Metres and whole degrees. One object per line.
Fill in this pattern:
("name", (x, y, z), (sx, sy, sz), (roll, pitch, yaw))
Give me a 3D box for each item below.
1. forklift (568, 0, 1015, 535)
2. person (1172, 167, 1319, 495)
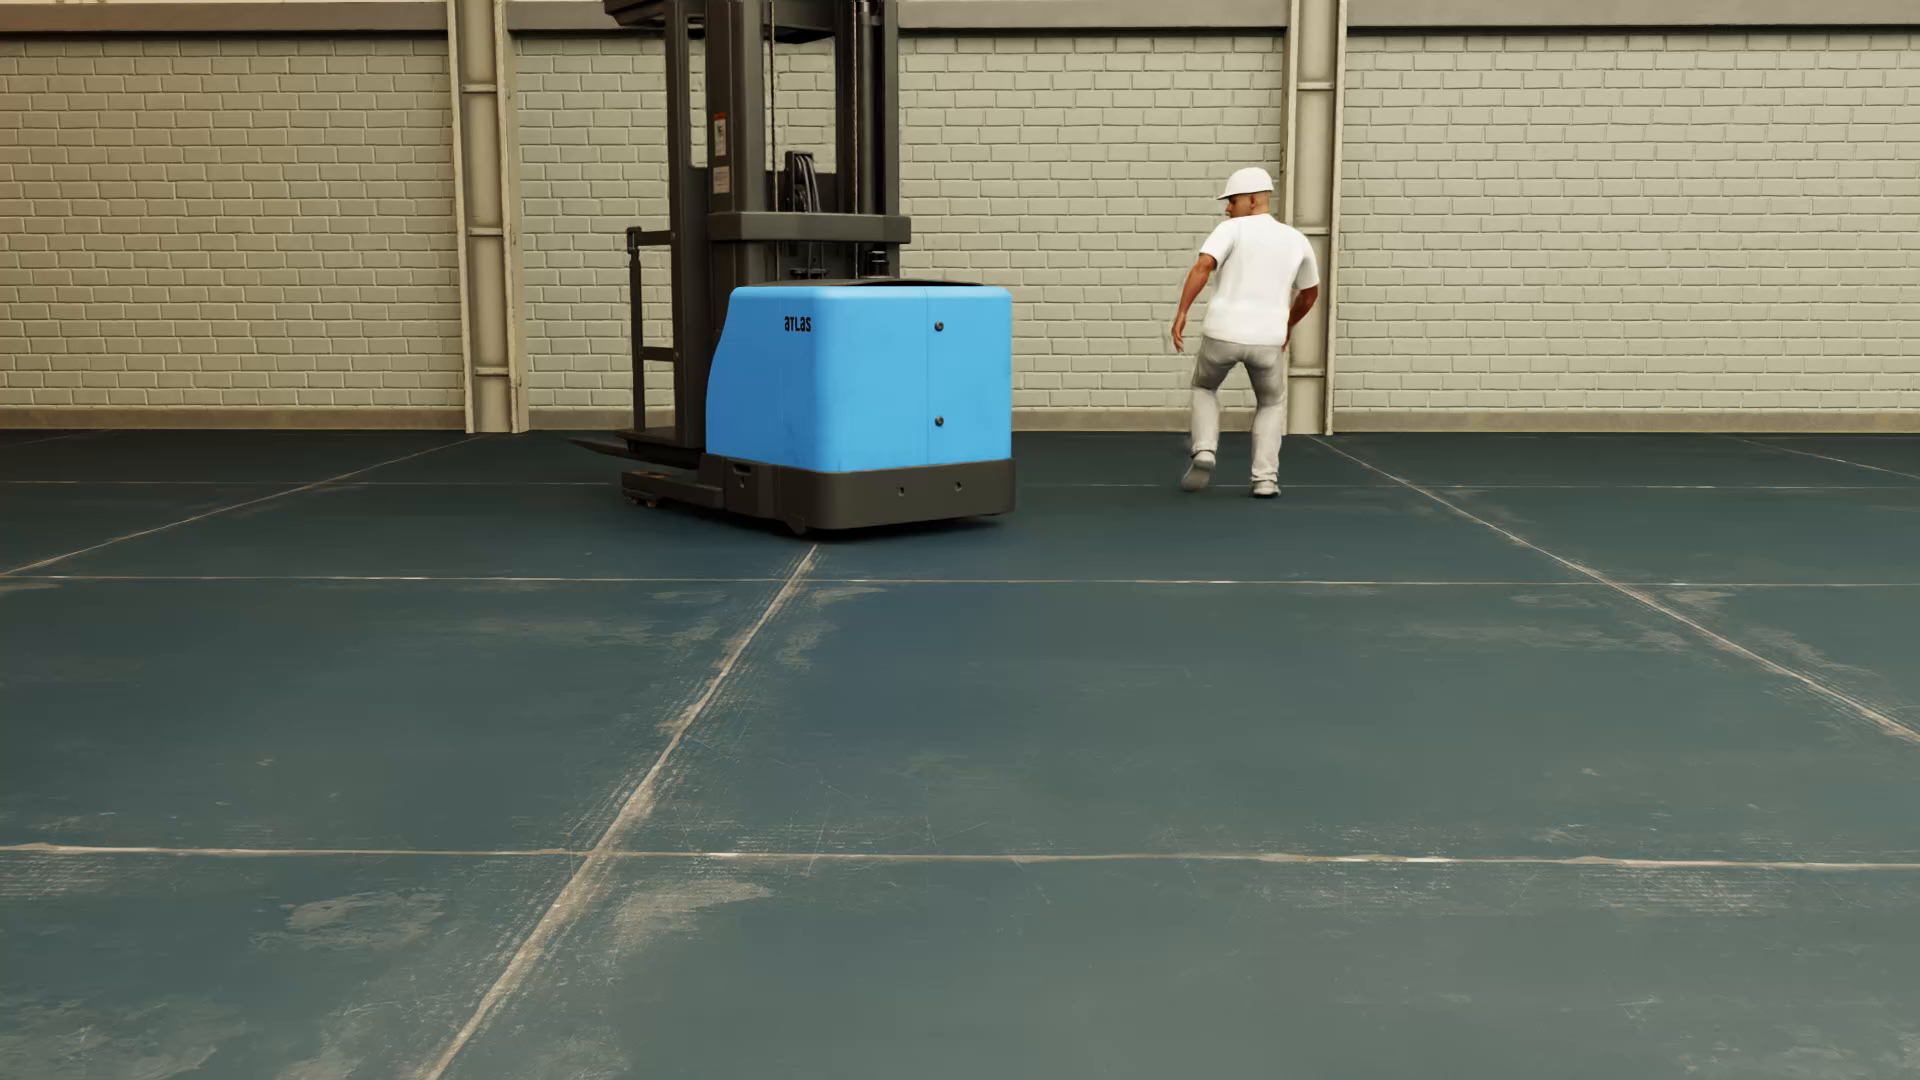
("forklift", (-1.038, -1.645, 8.193), (1.130, 2.935, 3.031), (-6, 11, -36))
("person", (1.449, -1.060, 8.540), (0.807, 1.674, 0.693), (0, 9, -1))
